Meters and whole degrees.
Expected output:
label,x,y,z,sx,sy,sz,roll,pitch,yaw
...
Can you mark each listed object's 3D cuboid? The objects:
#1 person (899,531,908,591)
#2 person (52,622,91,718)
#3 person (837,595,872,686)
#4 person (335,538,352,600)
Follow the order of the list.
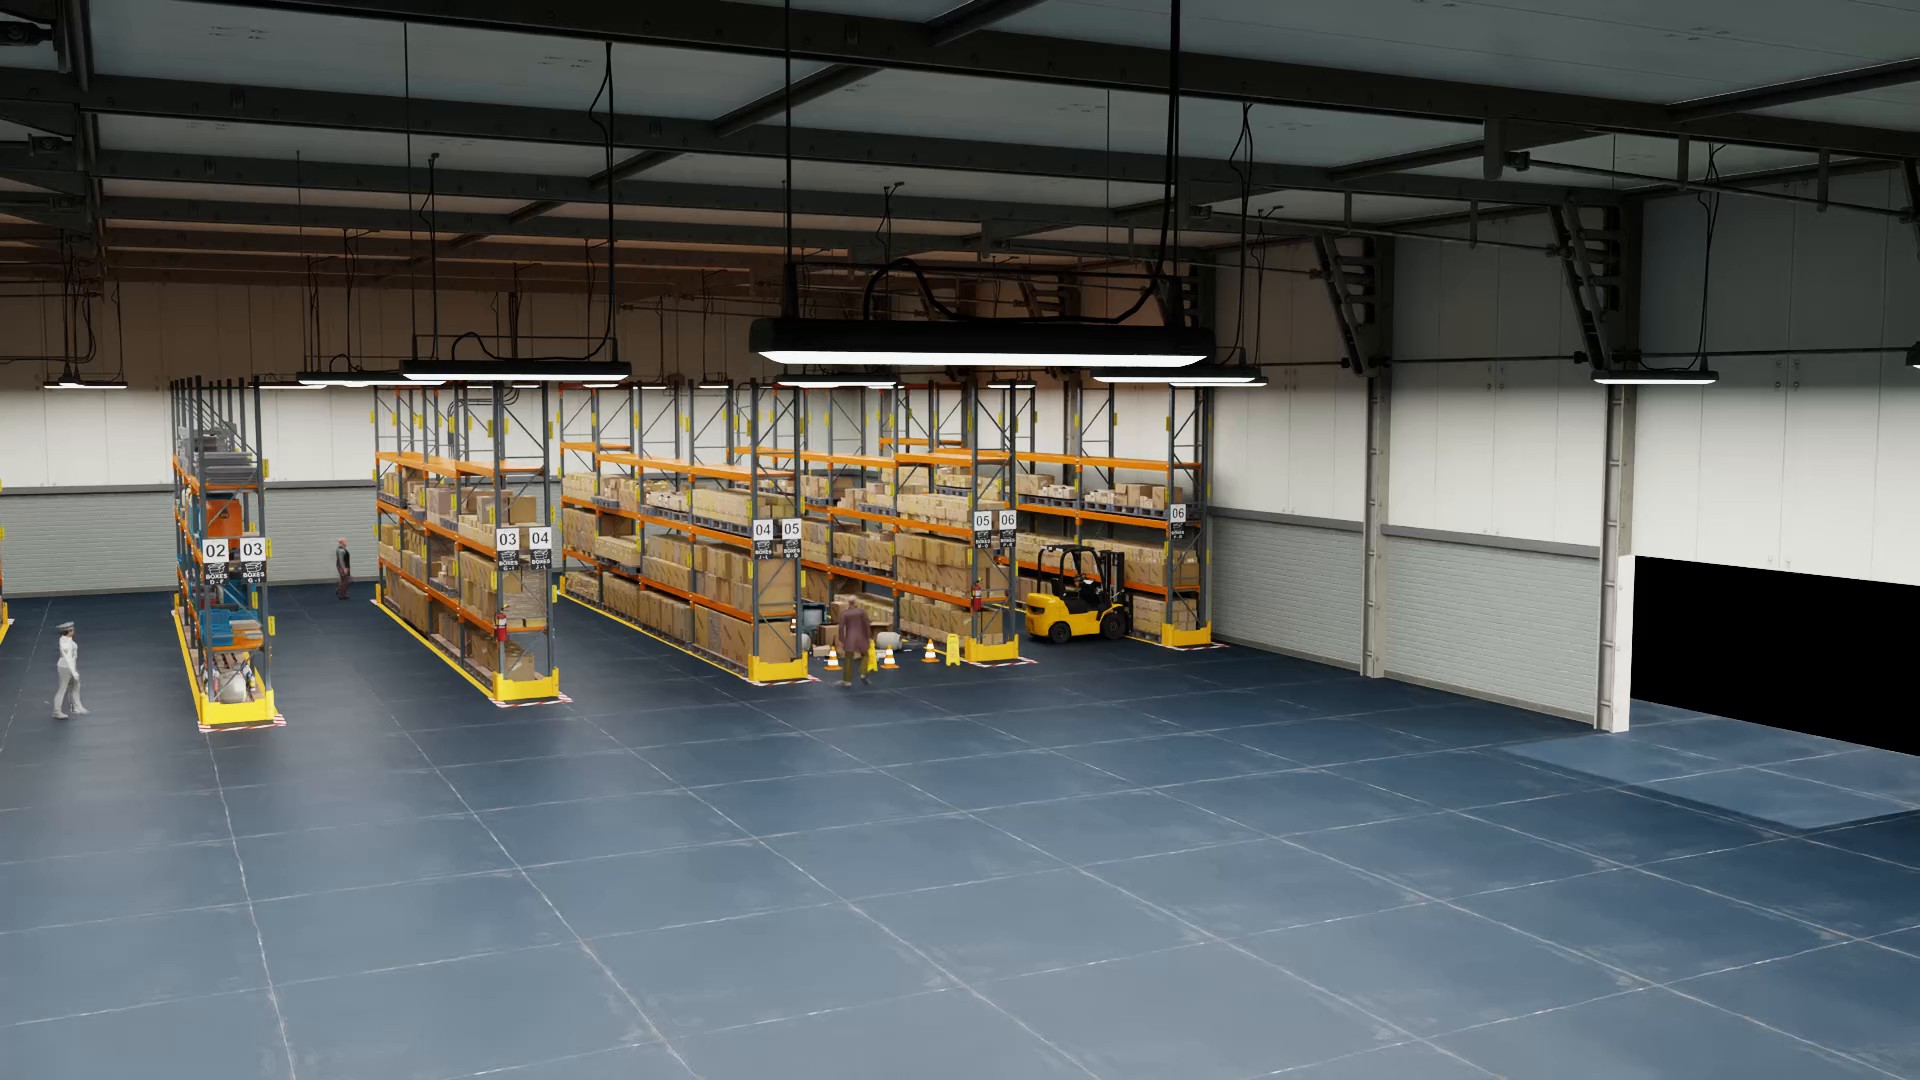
label,x,y,z,sx,sy,sz,roll,pitch,yaw
person,-1.527,0.595,47.345,0.595,1.728,0.417,2,6,25
person,-15.740,2.291,29.380,0.529,1.705,0.620,-2,5,-16
person,-2.042,1.951,32.333,0.685,1.782,0.508,-1,5,-10
person,-16.955,0.786,45.738,0.467,1.713,0.587,-2,6,-26
